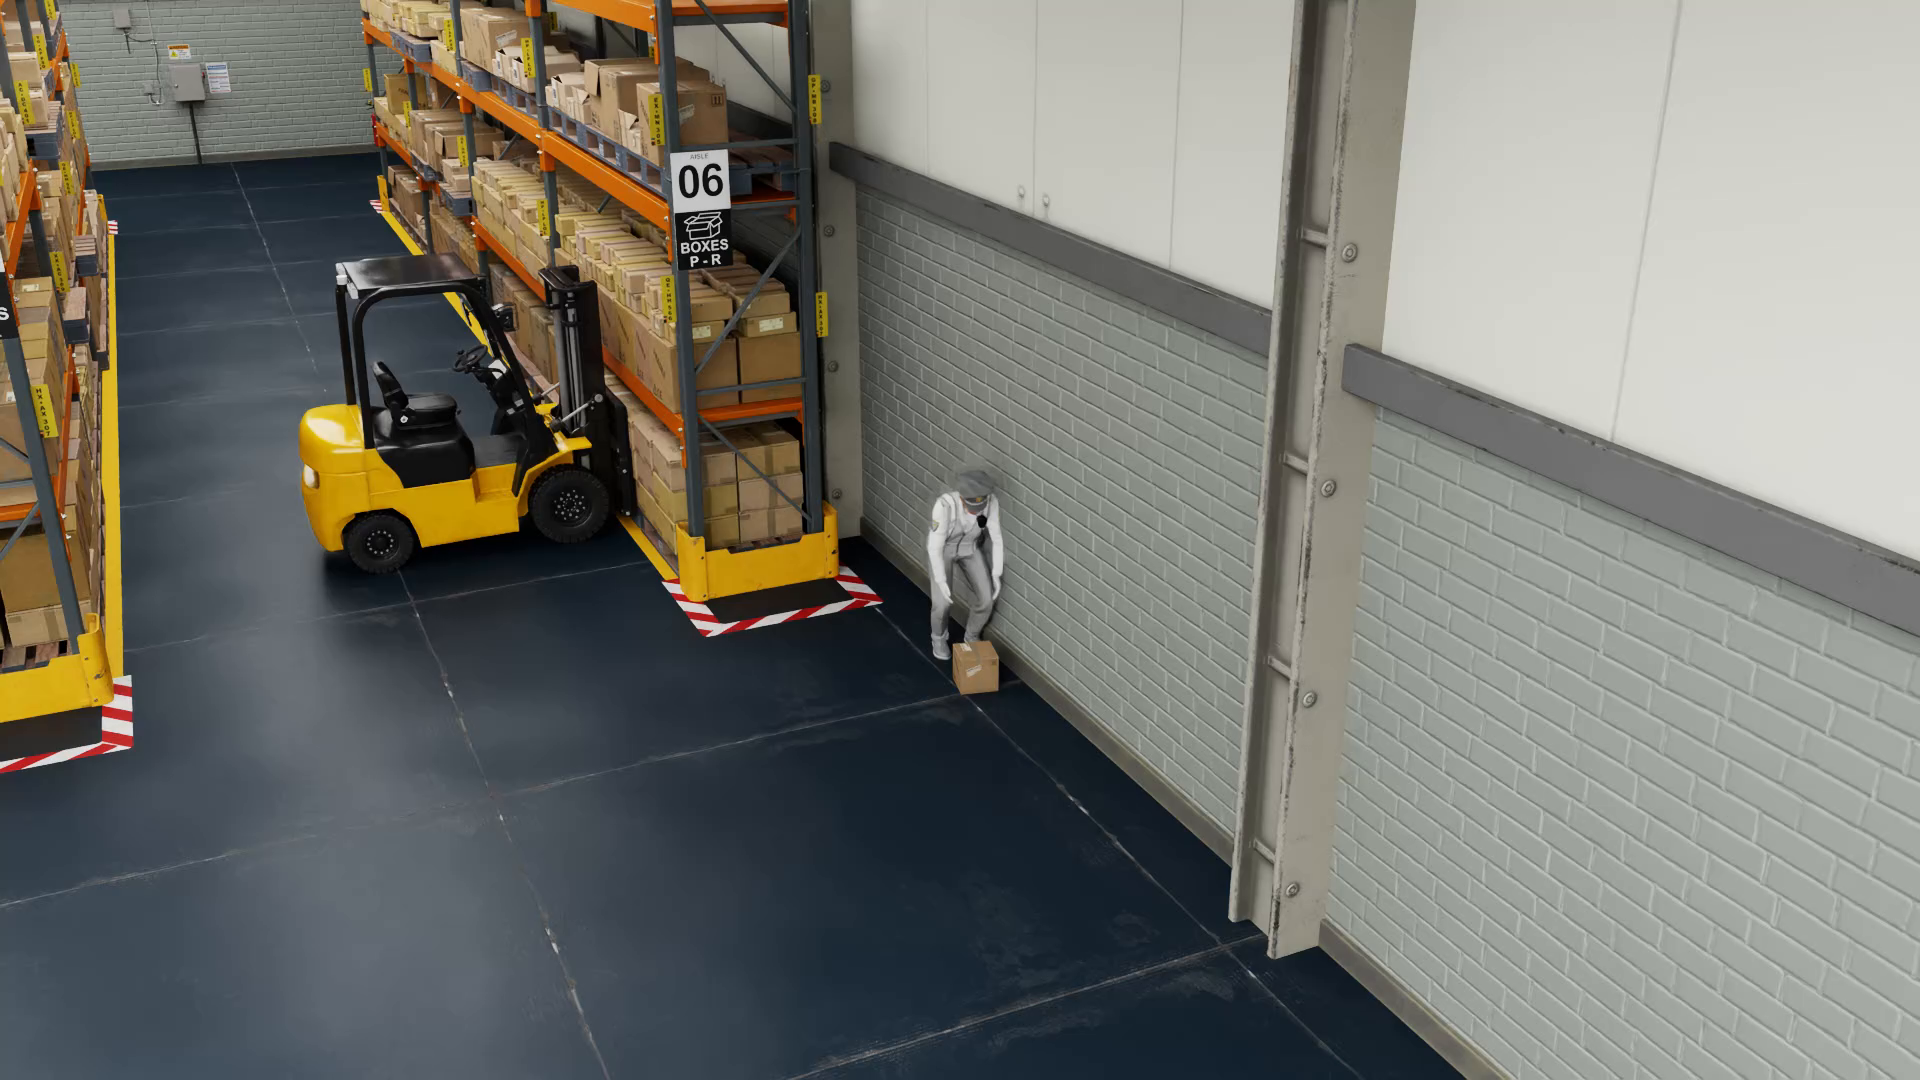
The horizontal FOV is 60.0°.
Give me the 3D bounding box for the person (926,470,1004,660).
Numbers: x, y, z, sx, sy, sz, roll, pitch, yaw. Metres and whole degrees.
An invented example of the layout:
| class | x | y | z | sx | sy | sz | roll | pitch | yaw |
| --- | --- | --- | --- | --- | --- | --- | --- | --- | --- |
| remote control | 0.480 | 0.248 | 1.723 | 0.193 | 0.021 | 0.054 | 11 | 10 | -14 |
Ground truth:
| class | x | y | z | sx | sy | sz | roll | pitch | yaw |
| --- | --- | --- | --- | --- | --- | --- | --- | --- | --- |
| person | 0.037 | 0.142 | 11.044 | 0.535 | 1.375 | 0.709 | -5 | 23 | -12 |
